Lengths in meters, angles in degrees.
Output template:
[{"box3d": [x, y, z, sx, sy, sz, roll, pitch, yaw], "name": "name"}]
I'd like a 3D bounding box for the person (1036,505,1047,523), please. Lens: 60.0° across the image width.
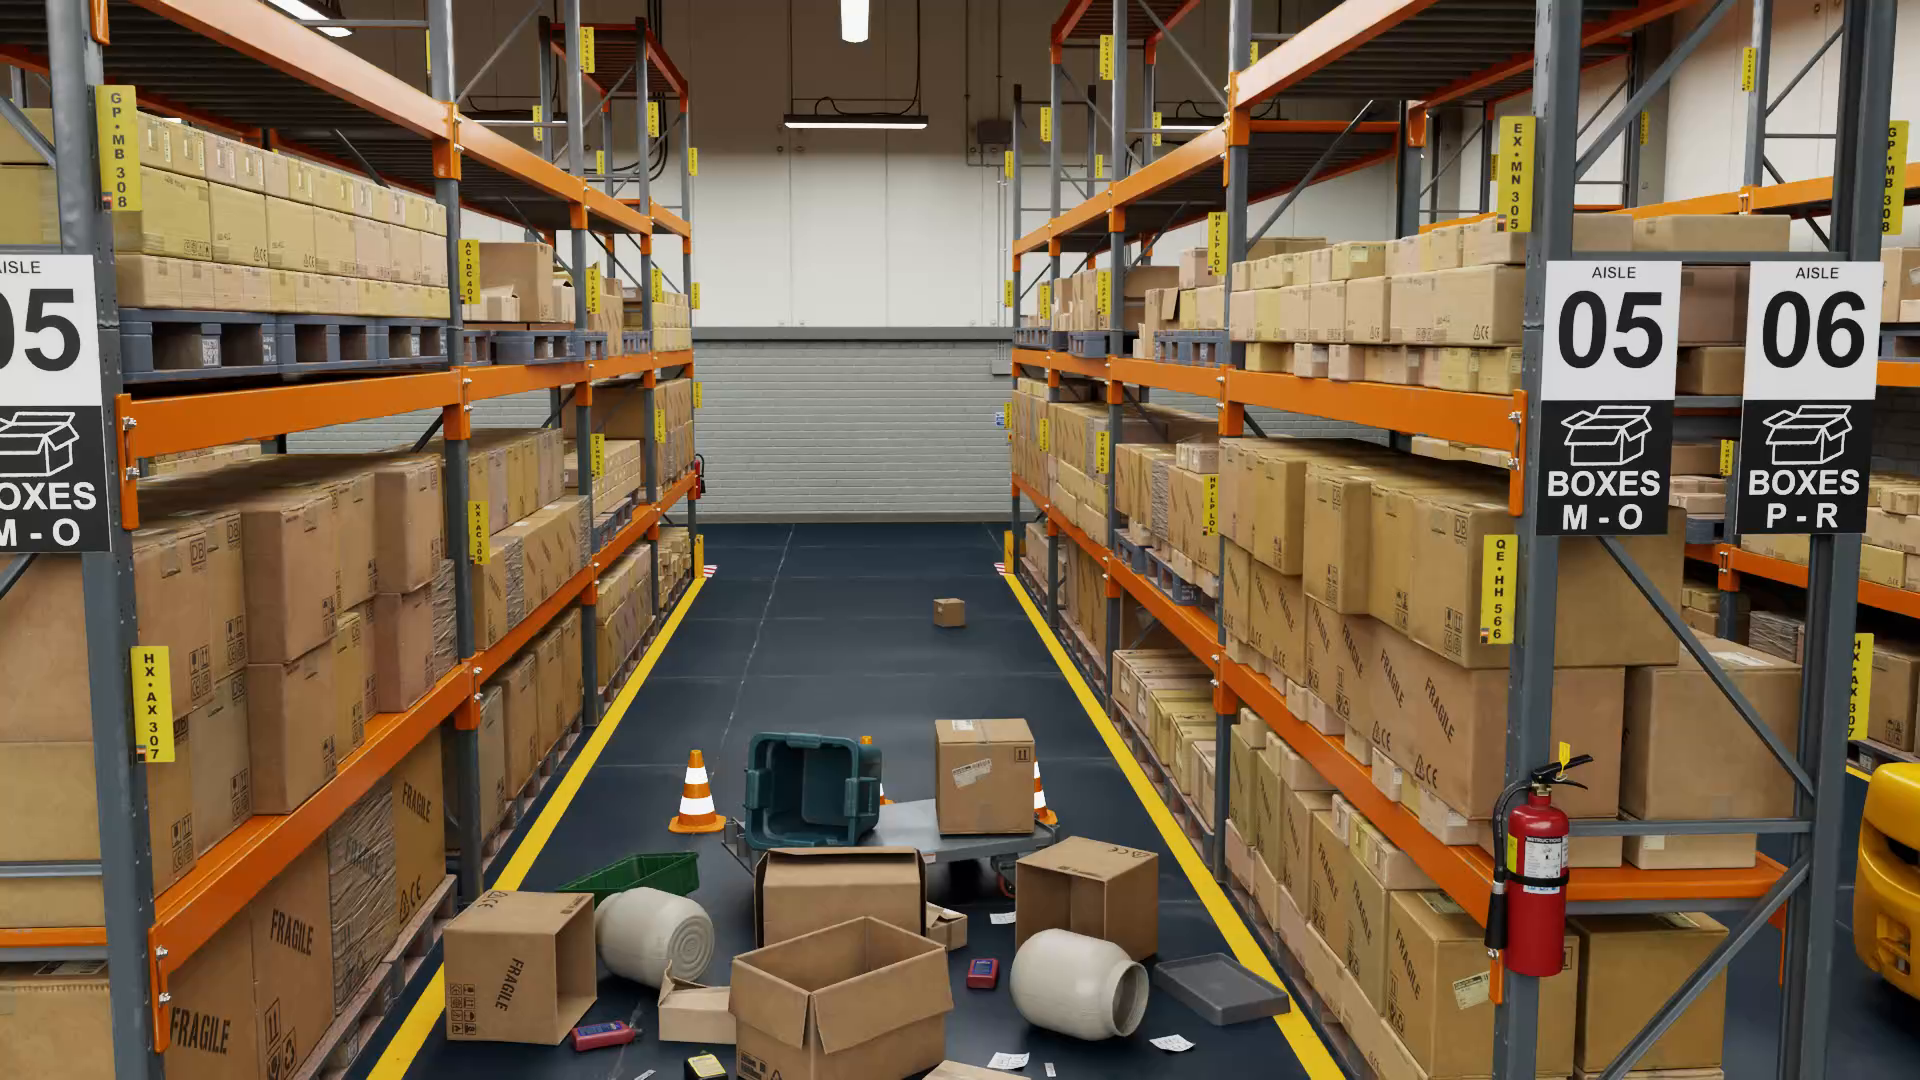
[{"box3d": [1.103, -0.556, 22.248, 0.463, 1.624, 0.474, 0, 7, 2], "name": "person"}]
